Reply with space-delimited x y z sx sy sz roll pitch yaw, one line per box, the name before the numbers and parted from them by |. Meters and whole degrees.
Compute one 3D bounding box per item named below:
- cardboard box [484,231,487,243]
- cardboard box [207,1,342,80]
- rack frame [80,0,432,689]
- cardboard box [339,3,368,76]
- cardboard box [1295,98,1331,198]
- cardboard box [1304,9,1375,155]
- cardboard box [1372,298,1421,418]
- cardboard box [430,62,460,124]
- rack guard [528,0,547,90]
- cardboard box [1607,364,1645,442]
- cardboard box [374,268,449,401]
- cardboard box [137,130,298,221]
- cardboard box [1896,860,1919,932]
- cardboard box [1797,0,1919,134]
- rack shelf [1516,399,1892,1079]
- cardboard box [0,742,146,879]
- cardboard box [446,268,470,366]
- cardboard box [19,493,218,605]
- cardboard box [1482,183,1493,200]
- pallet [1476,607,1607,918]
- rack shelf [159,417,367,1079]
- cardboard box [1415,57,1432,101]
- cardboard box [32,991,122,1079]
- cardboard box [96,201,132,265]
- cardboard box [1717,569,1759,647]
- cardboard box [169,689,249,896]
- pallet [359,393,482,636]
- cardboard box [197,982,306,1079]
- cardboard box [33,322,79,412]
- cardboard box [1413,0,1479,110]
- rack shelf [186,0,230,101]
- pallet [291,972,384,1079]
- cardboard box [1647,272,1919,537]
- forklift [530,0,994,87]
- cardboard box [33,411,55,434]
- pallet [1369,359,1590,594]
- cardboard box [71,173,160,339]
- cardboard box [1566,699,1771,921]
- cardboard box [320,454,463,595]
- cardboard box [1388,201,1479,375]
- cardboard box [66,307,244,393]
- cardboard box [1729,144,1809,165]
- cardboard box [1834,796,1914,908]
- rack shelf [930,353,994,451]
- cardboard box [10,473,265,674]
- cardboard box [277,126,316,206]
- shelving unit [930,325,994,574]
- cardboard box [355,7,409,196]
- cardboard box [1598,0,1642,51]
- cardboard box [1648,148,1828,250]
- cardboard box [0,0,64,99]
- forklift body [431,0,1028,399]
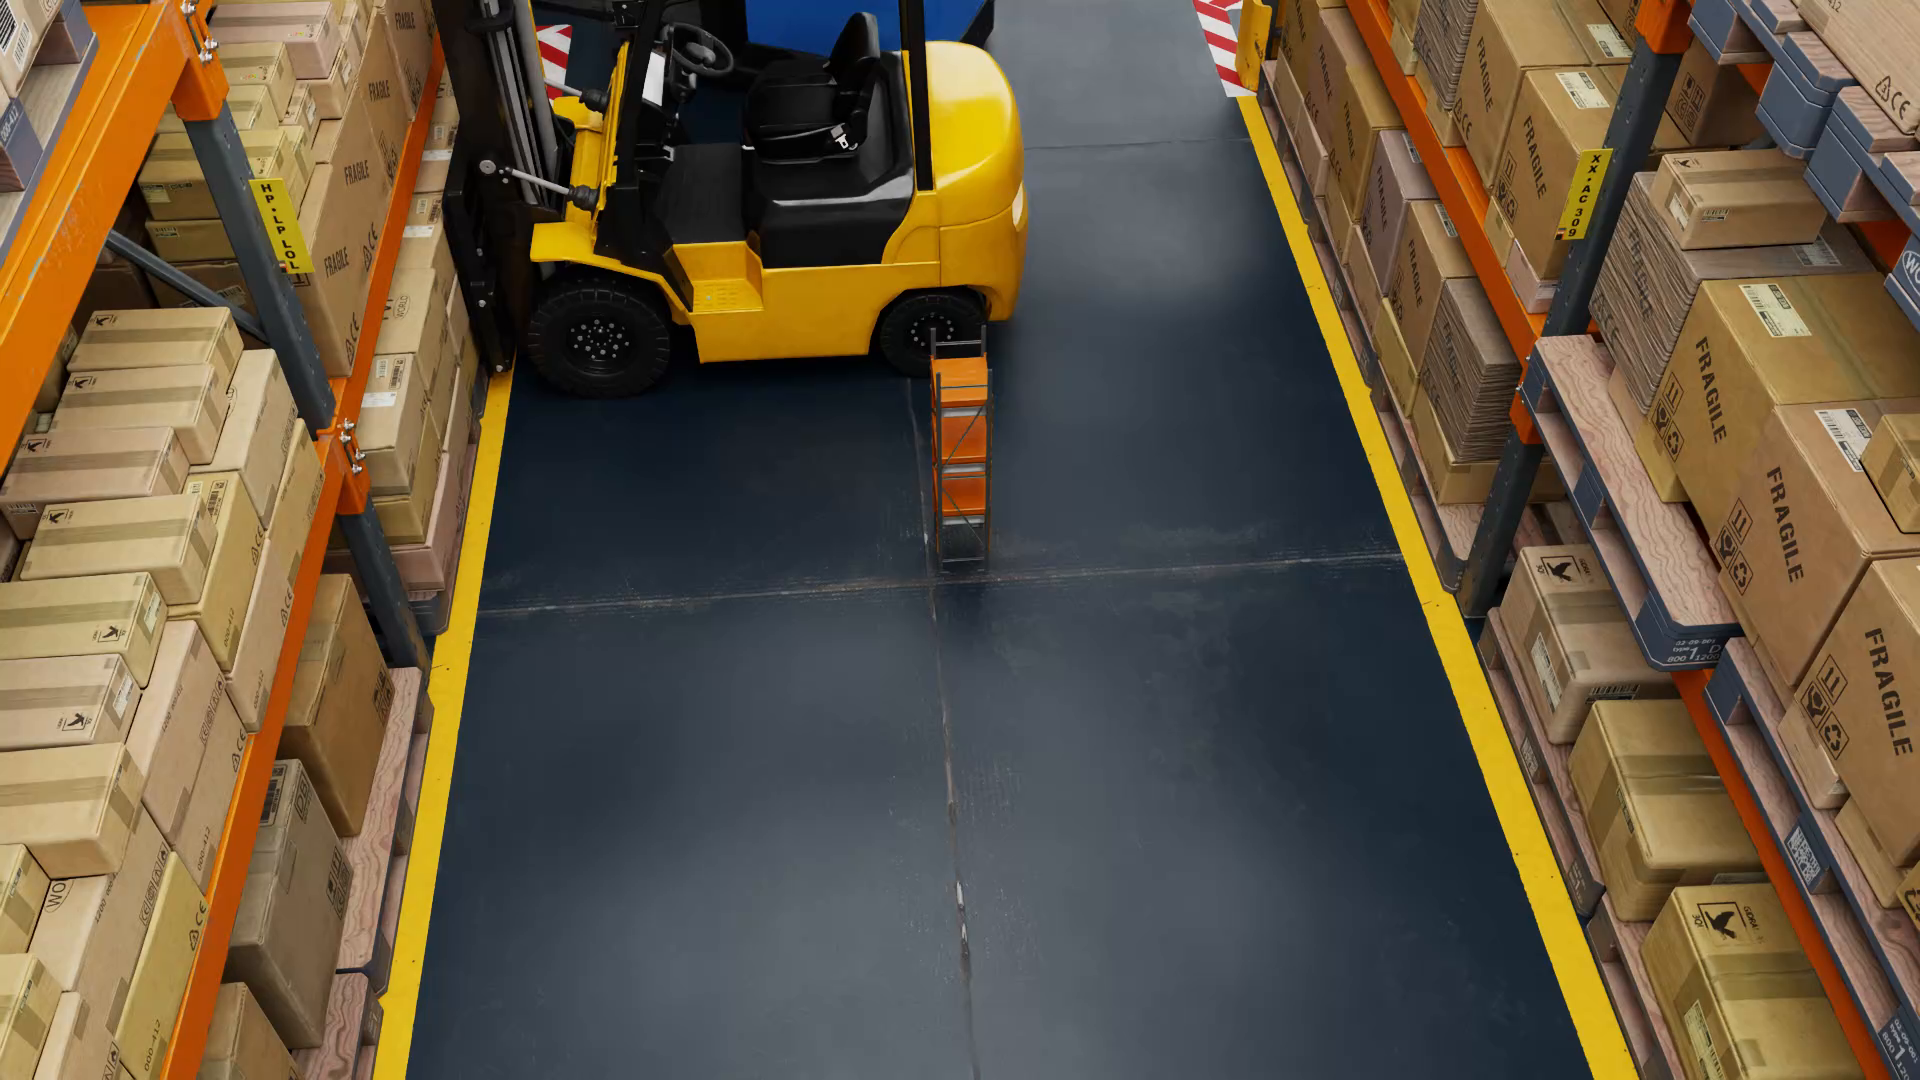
cardboard box | -2.347 -1.166 7.392 0.500 0.250 0.500 -2 47 -2
cardboard box | -2.289 -1.659 5.535 0.380 0.149 0.250 -3 47 -2
rack frame | -2.497 -0.491 5.149 1.000 3.000 0.127 -3 47 -3
cardboard box | -2.301 -1.742 5.818 0.380 0.149 0.250 -4 47 -4
cardboard box | 1.941 -1.918 8.105 0.500 0.250 0.500 -2 47 -2
cardboard box | 1.957 -2.150 7.809 0.500 0.500 0.500 -5 47 -5
cardboard box | 2.077 -0.790 7.037 0.500 0.250 0.500 -5 47 -4
cardboard box | -2.382 -1.880 7.380 0.500 0.250 0.500 -3 47 -3
rack guard | -2.834 -2.543 8.814 1.175 0.500 0.348 -3 47 -3
cardboard box | 2.181 -0.434 4.979 0.380 0.149 0.250 -3 47 -3
cardboard box | -2.257 -0.773 6.332 0.500 0.250 0.500 -3 47 -3
cardboard box | -2.228 -1.099 5.004 0.380 0.149 0.250 -3 47 -2
cardboard box | 2.371 0.767 3.394 0.500 0.500 0.500 -6 47 -6
cardboard box | 2.142 -1.105 3.479 0.500 0.250 0.500 -4 47 -4
rack shelf | 2.617 0.899 4.328 1.077 0.370 4.000 -3 47 -3
cardboard box | -2.011 0.595 3.605 0.380 0.149 0.250 -5 47 -4
cardboard box | -2.304 -0.959 6.852 0.500 0.250 0.500 -4 47 -4
cardboard box | -2.085 0.034 4.137 0.380 0.149 0.250 -5 47 -5
cardboard box | 2.147 -1.296 6.085 0.380 0.149 0.250 -3 47 -3
pallet | 2.516 0.727 5.916 1.003 0.211 1.213 -3 47 -3
rack shelf | -2.329 1.204 4.040 1.077 0.370 4.000 -3 47 -3
cardboard box | 2.039 -1.844 6.604 0.380 0.149 0.250 -4 47 -4
cardboard box | -2.022 1.205 3.302 0.500 0.250 0.500 -5 47 -4
cardboard box | -2.780 -0.965 5.083 0.380 0.149 0.250 -4 47 -4
cardboard box | 2.272 0.136 4.439 0.380 0.149 0.250 -3 47 -3
cardboard box | -2.135 0.634 4.187 0.500 0.250 0.500 -3 47 -3
pallet | -2.522 -0.110 6.708 1.003 0.211 1.213 -3 47 -3
cardboard box | -2.320 1.664 4.454 0.875 0.625 0.625 -5 47 -5
cardboard box | -2.681 -0.481 4.624 0.380 0.149 0.250 -4 47 -4
cardboard box | 2.066 -1.985 6.290 0.500 0.500 0.500 -2 47 -2
rack shelf | -2.664 -2.722 5.691 1.077 0.370 4.000 -3 47 -3
pallet | -2.291 1.884 4.821 1.003 0.211 1.213 -3 47 -3
cardboard box | 2.245 -0.357 4.459 0.500 0.500 0.500 -3 47 -3
forklift | -1.388 -3.894 8.419 3.031 2.935 1.130 14 48 13
cardboard box | -2.710 -0.228 4.659 0.500 0.250 0.500 -4 47 -4
pallet | 2.358 -0.320 6.908 1.003 0.211 1.213 -3 47 -3
cardboard box | -2.804 -0.834 5.405 0.500 0.500 0.500 -4 47 -4
cardboard box | 2.559 0.863 5.387 0.950 0.372 0.625 -1 47 -1
cardboard box | -2.207 -0.060 6.345 0.500 0.250 0.500 -3 47 -3
cardboard box | 2.088 -1.031 6.749 0.500 0.500 0.500 -3 47 -3
cardboard box | -2.247 -0.514 4.656 0.380 0.149 0.250 -2 47 -2
cardboard box | 2.690 -1.267 5.610 0.500 0.500 0.500 -4 47 -3
cardboard box | 2.314 0.702 3.903 0.380 0.149 0.250 -5 47 -5
rack shelf | 0.005 -0.510 6.134 0.215 0.259 0.240 -3 47 -3
cardboard box | -2.151 0.100 4.348 0.500 0.250 0.500 -5 47 -4
cardboard box | -2.285 -1.182 5.288 0.380 0.149 0.250 -2 47 -2
shelving unit | 0.005 -0.322 6.332 0.215 1.050 0.252 -3 47 -3
cardboard box | -2.377 -1.604 6.134 0.500 0.500 0.500 -4 47 -4
cardboard box | 2.607 -1.978 5.595 0.700 0.500 0.500 -3 47 -3
cardboard box | 2.136 -0.937 4.562 0.380 0.149 0.250 -4 47 -3
cardboard box | -2.193 -1.161 3.421 0.500 0.311 0.500 -5 47 -5
forklift body | -0.855 -1.832 7.003 2.313 2.155 1.214 -3 47 -3
